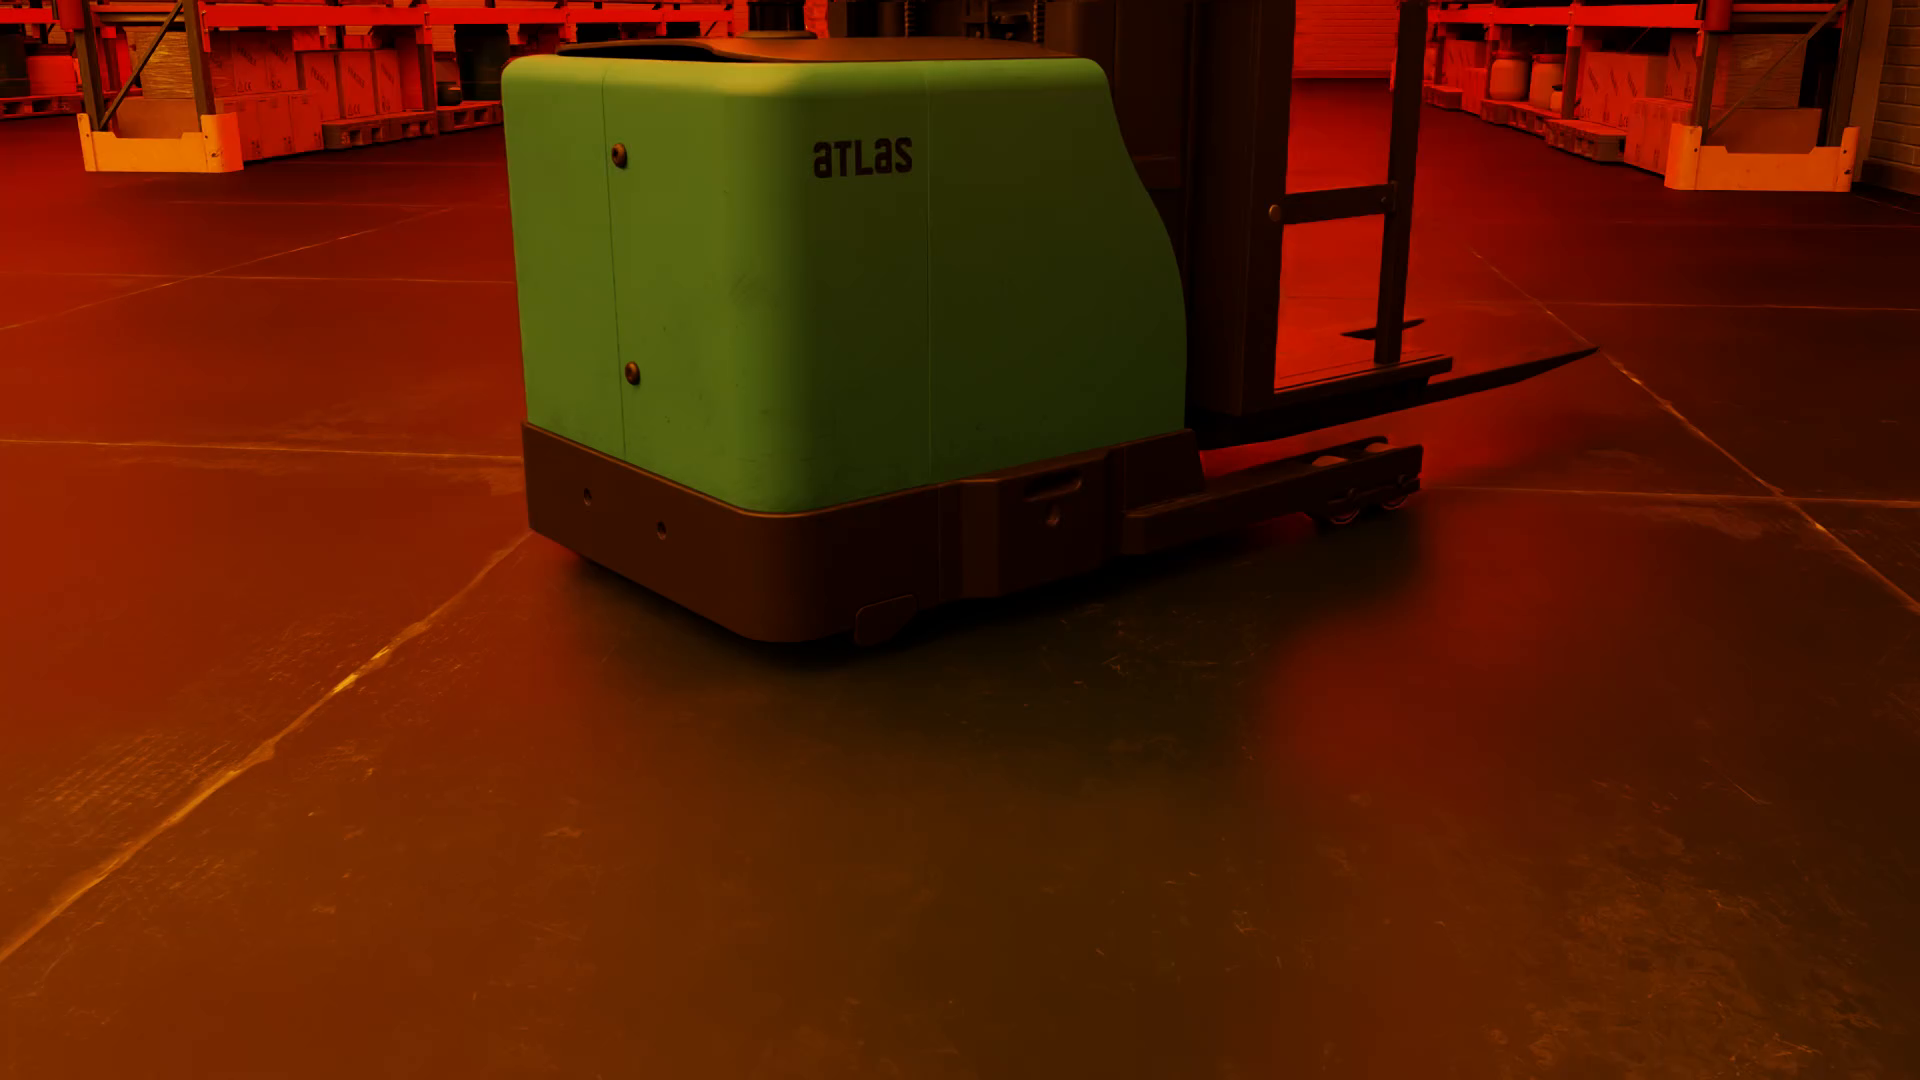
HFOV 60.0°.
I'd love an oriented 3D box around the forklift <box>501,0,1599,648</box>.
[{"bbox_3d":[0.501,-1.541,3.839,3.031,2.935,1.130,-14,22,-37],"label":"forklift"}]
